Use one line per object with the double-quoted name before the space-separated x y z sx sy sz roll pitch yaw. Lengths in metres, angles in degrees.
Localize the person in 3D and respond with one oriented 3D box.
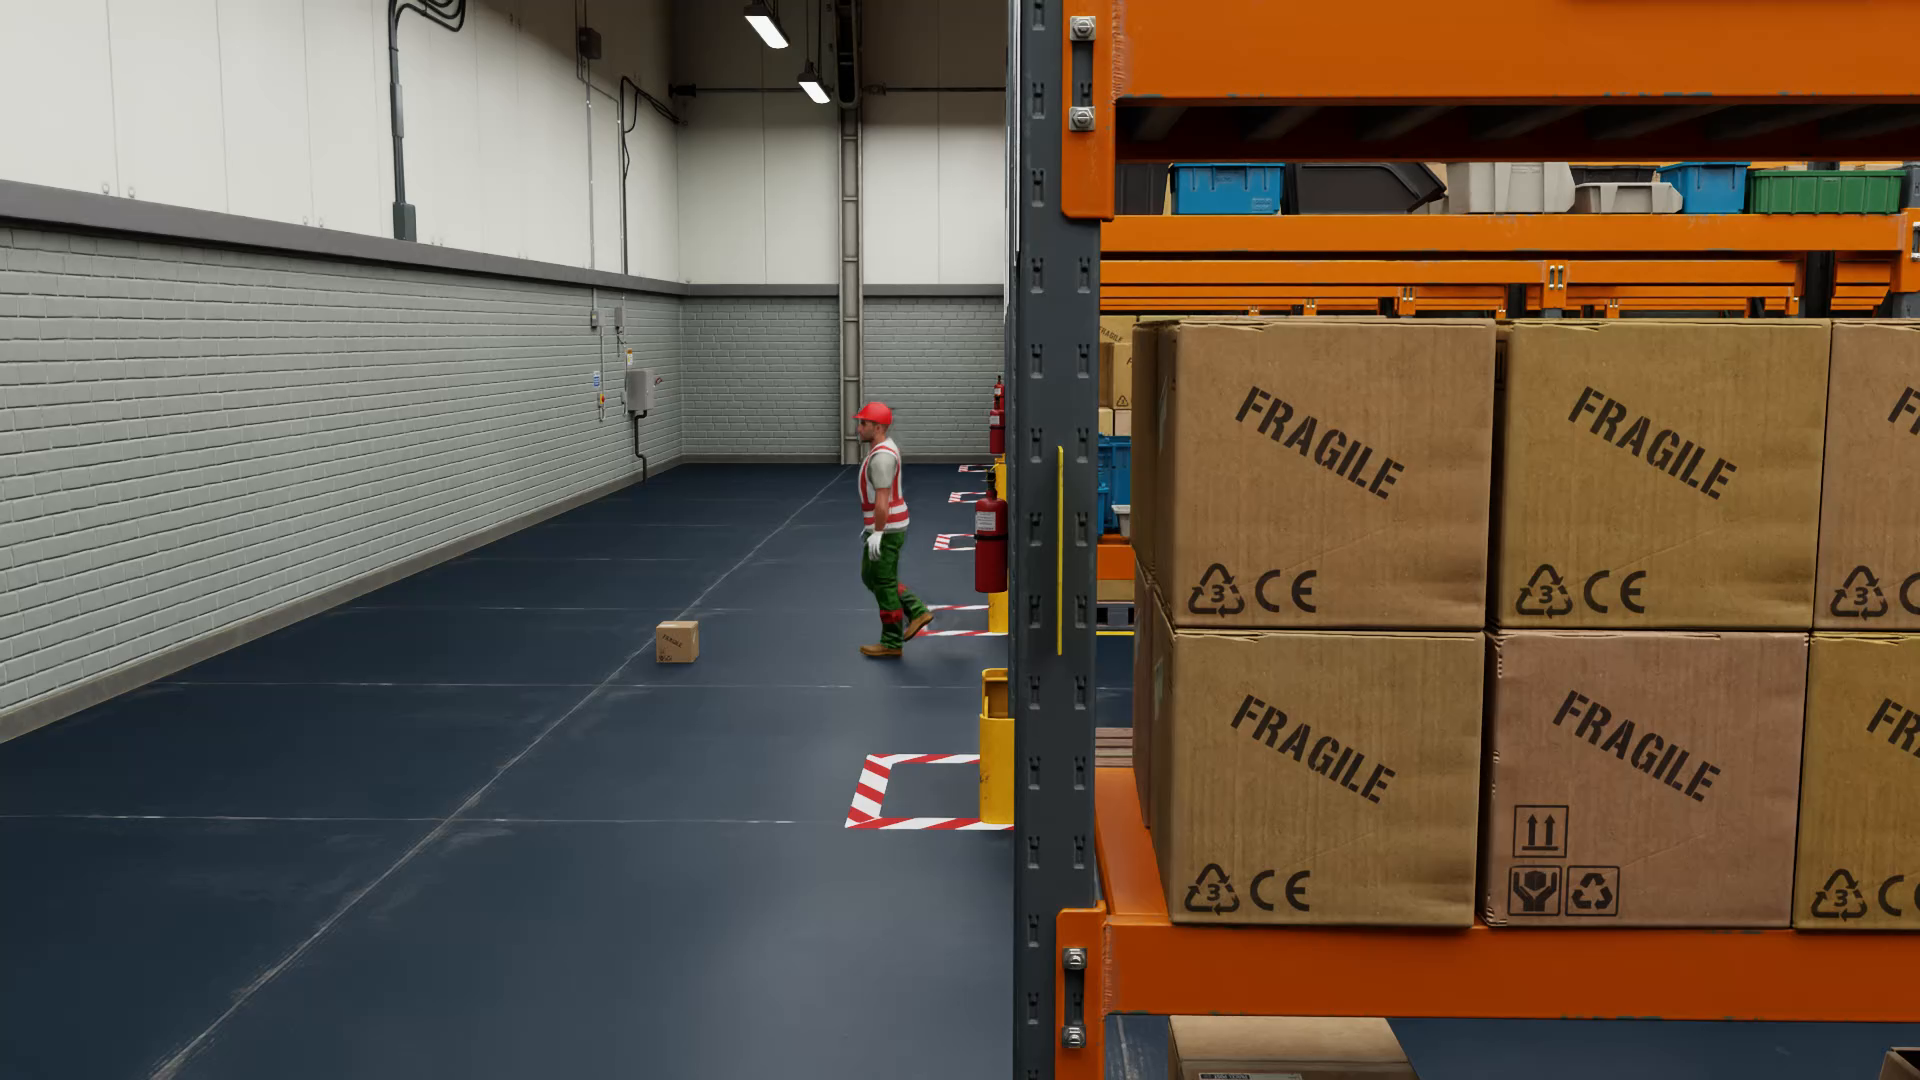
"person" -0.464 -0.065 11.565 0.556 1.784 0.593 0 7 2
